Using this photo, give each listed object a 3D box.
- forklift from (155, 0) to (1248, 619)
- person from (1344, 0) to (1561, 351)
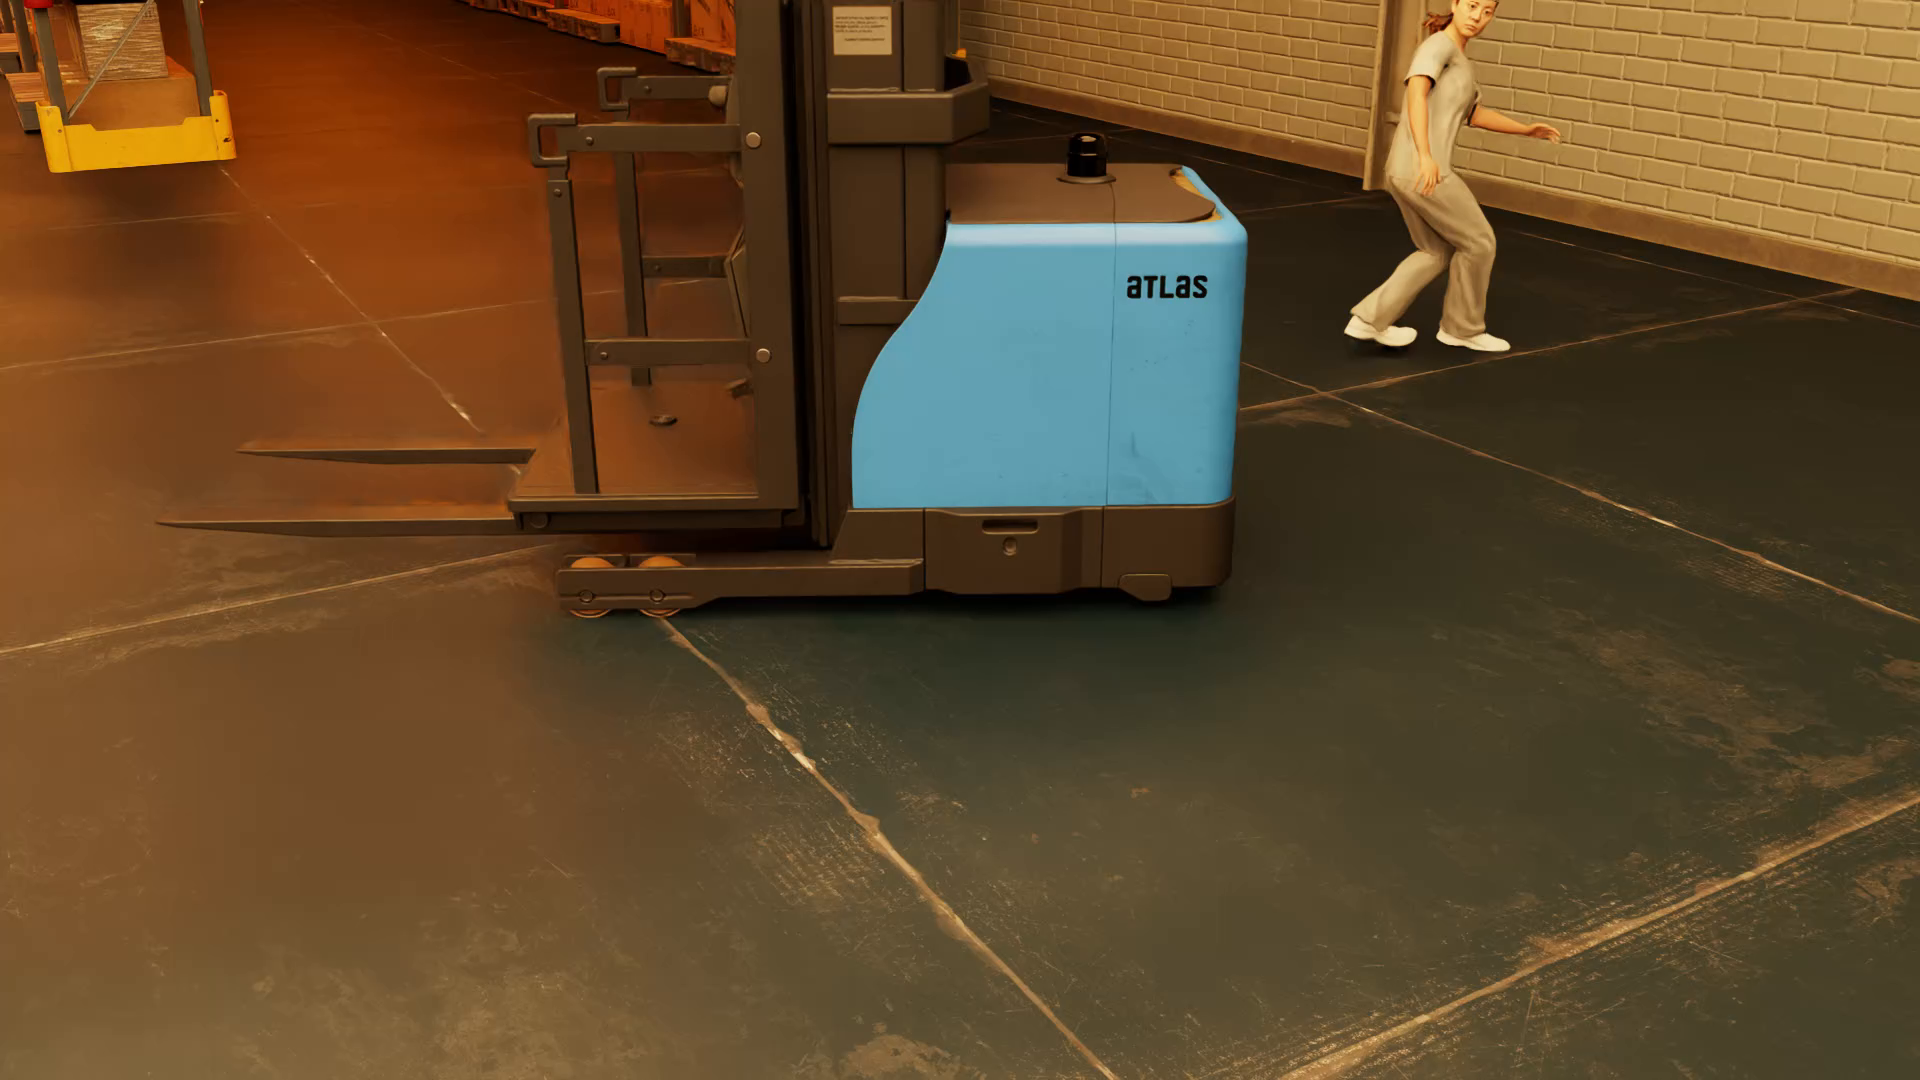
[{"bbox_3d":[-0.759,-1.343,4.546,3.031,2.935,1.130,-1,22,-1],"label":"forklift"},{"bbox_3d":[2.020,-1.471,6.725,0.795,1.549,0.734,2,22,6],"label":"person"}]
